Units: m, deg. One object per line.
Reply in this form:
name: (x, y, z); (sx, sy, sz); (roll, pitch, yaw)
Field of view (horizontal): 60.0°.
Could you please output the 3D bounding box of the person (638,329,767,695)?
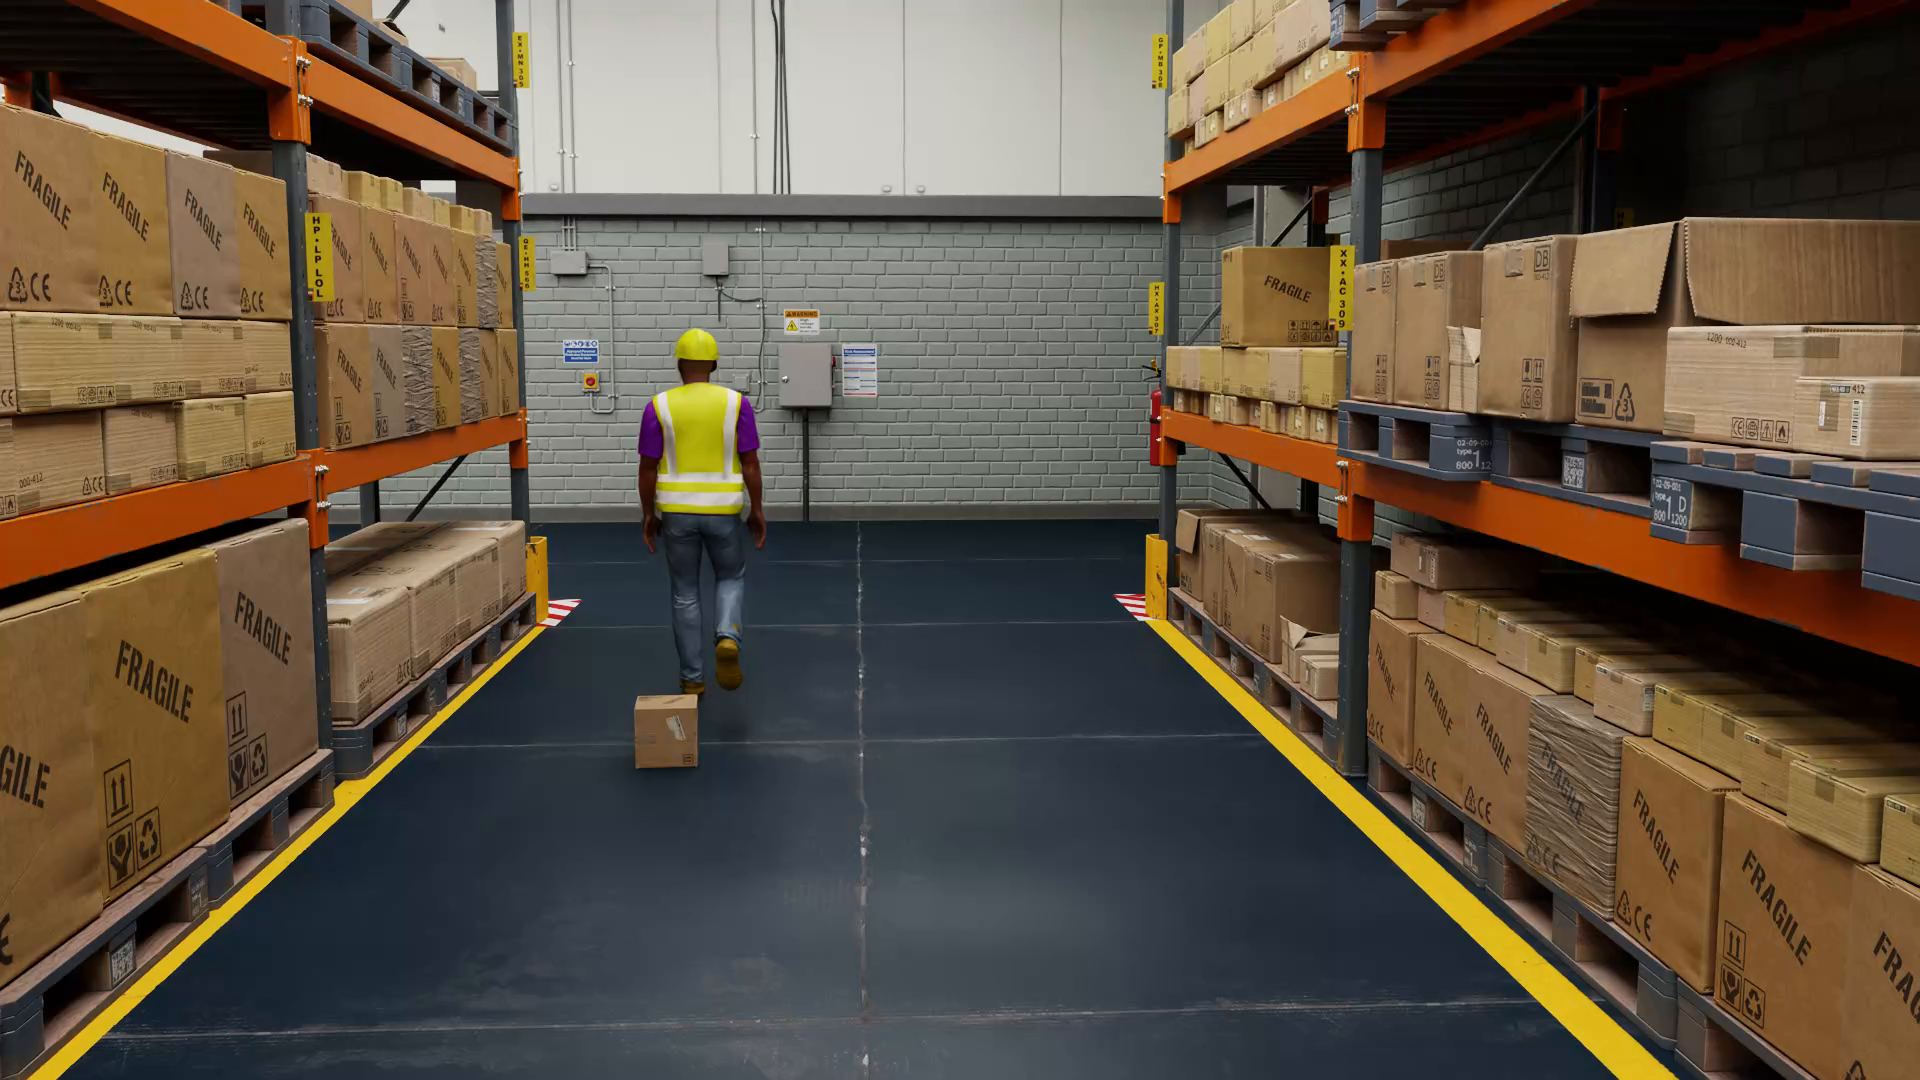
person: (-1.238, -0.130, 8.001); (0.603, 1.759, 0.516); (-2, 7, -12)
